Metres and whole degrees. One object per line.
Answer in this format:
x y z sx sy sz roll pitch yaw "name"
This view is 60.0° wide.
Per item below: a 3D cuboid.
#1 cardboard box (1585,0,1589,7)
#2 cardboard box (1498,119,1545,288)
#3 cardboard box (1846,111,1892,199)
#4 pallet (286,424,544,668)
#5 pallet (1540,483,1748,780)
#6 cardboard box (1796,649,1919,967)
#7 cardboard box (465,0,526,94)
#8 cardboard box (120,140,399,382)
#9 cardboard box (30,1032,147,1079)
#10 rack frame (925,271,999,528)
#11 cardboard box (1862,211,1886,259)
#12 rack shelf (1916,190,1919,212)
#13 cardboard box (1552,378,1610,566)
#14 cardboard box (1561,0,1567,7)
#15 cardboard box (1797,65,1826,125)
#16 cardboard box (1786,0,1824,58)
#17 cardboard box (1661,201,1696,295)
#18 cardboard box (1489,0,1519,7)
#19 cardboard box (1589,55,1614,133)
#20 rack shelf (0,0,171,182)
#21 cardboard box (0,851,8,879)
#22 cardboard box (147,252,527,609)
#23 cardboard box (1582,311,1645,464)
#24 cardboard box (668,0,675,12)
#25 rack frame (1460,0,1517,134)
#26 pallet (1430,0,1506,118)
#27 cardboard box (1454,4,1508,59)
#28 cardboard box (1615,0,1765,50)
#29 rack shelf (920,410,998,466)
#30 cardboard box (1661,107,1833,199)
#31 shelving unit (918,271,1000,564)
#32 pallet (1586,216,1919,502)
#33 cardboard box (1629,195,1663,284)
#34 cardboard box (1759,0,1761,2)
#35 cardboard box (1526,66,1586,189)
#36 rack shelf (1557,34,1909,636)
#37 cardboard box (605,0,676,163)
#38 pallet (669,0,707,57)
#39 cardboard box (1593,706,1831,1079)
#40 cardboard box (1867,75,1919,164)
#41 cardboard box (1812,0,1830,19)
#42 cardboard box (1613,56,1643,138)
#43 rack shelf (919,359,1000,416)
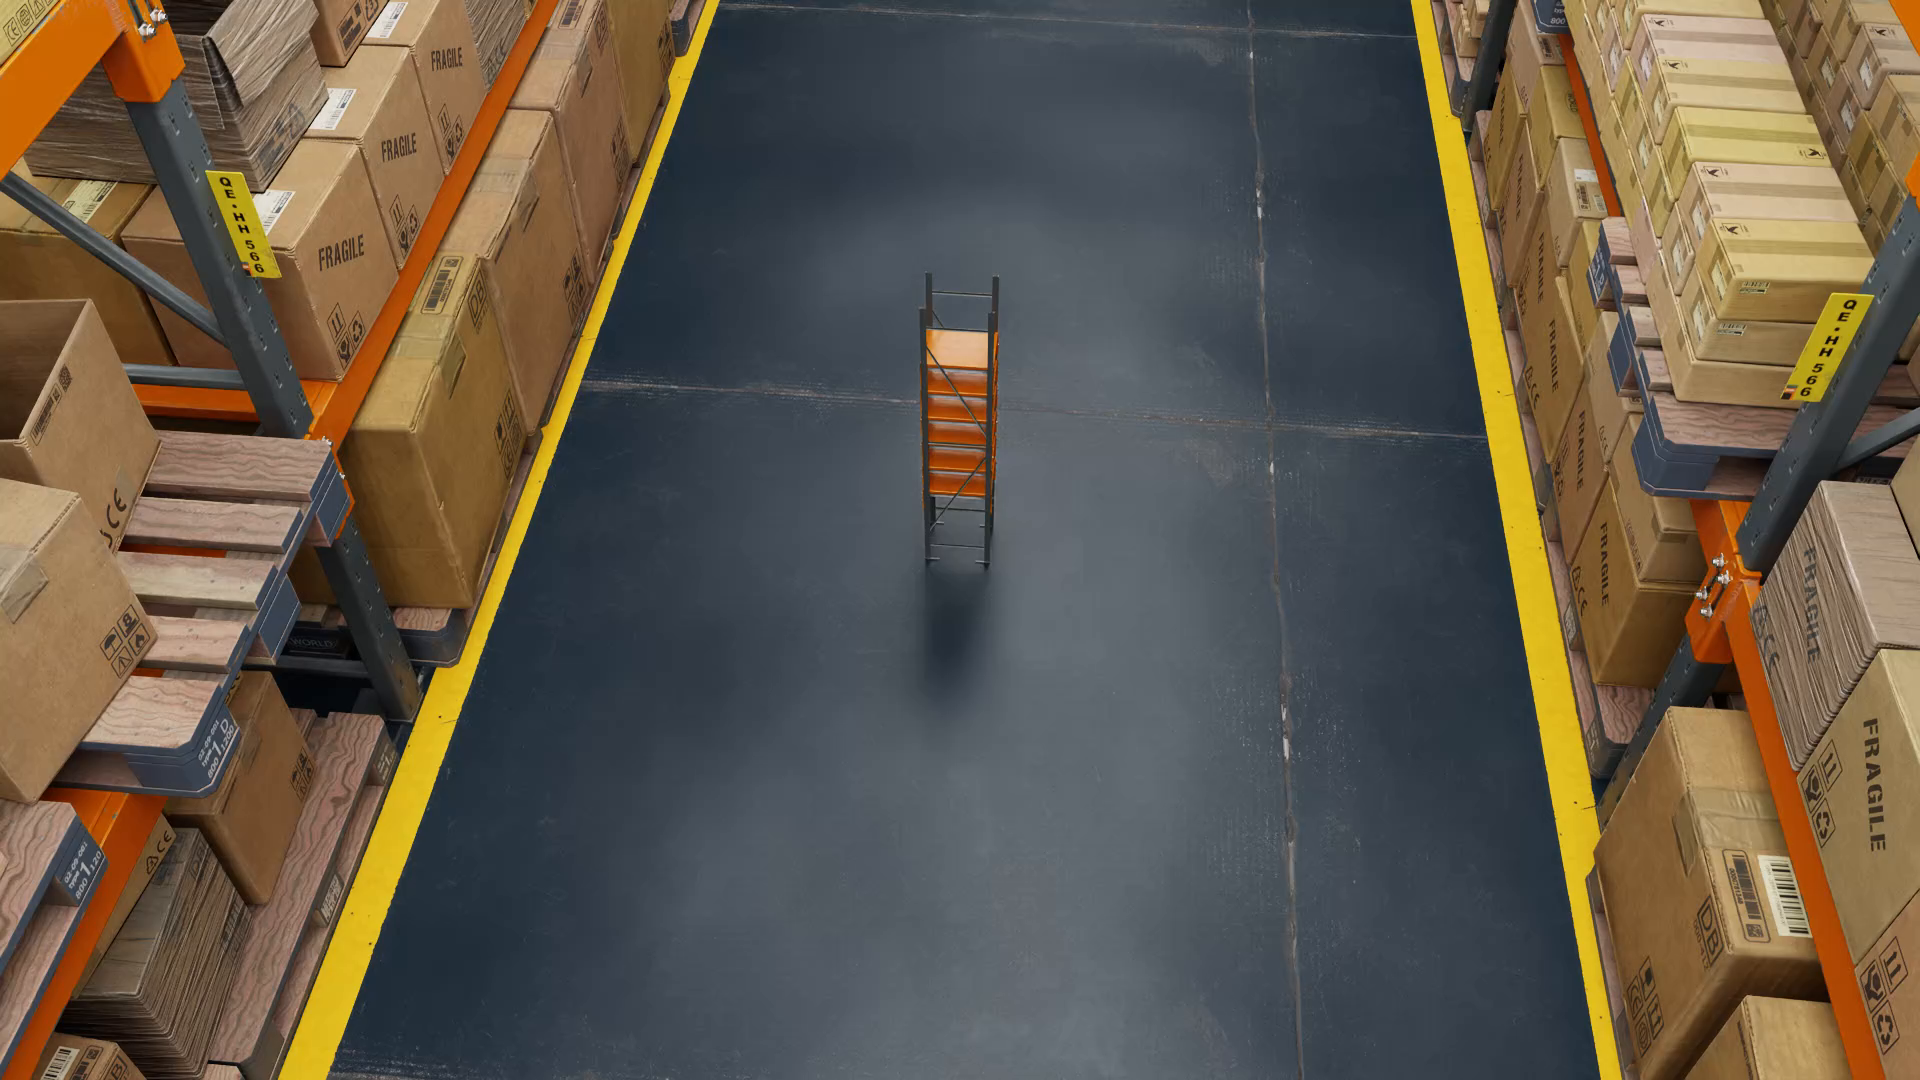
2.329 -1.927 5.664 0.380 0.149 0.250 3 48 3 "cardboard box"
2.559 -1.377 6.886 0.500 0.500 0.500 6 48 5 "cardboard box"
2.883 -1.134 4.938 0.380 0.149 0.250 4 48 4 "cardboard box"
-2.211 -0.094 6.193 1.003 0.211 1.213 4 48 4 "pallet"
2.645 0.313 5.820 1.003 0.211 1.213 4 48 4 "pallet"
2.219 0.598 3.602 0.500 0.500 0.500 3 48 3 "cardboard box"
-1.907 -1.957 5.939 0.500 0.500 0.500 4 48 4 "cardboard box"
-2.042 -0.834 4.912 0.500 0.500 0.500 5 48 5 "cardboard box"
-2.481 1.553 4.193 0.700 0.500 0.500 7 48 7 "cardboard box"
0.007 -0.462 5.859 0.240 1.200 0.006 4 48 4 "rack frame"
2.863 -0.821 4.854 0.380 0.149 0.250 6 48 5 "cardboard box"
2.390 0.647 2.081 1.077 0.370 4.000 4 48 4 "rack shelf"
2.423 -0.234 5.841 0.500 0.500 0.500 6 48 5 "cardboard box"
2.350 -2.032 5.962 0.380 0.149 0.250 2 48 2 "cardboard box"
2.933 -1.400 5.383 0.380 0.149 0.250 4 48 4 "cardboard box"
2.953 -1.698 5.454 0.380 0.149 0.250 5 48 5 "cardboard box"
2.187 -0.801 4.634 0.380 0.149 0.250 5 48 5 "cardboard box"
2.710 -2.652 7.887 0.380 0.149 0.250 5 48 5 "cardboard box"
2.282 -1.446 5.425 0.380 0.149 0.250 5 48 5 "cardboard box"
-2.540 0.239 2.454 1.077 0.370 4.000 4 48 4 "rack shelf"
-2.241 0.686 3.396 0.396 0.266 0.258 3 48 2 "cardboard box"
-2.274 -0.392 5.731 1.225 0.875 0.875 2 48 2 "cardboard box"
2.409 -0.497 5.573 0.500 0.250 0.500 4 48 4 "cardboard box"
-1.853 -3.305 8.395 0.875 0.875 0.875 4 48 4 "cardboard box"
2.937 -2.993 6.955 1.000 3.000 0.127 4 48 4 "rack frame"
2.963 -2.548 8.437 1.003 0.211 1.213 4 48 4 "pallet"
2.634 -2.484 8.136 0.380 0.149 0.250 4 48 4 "cardboard box"
2.281 -1.652 5.211 0.380 0.149 0.250 6 48 5 "cardboard box"
-0.001 -0.364 5.830 0.258 0.103 0.180 4 48 4 "rack shelf"
2.210 -1.079 4.687 0.380 0.149 0.250 5 48 5 "cardboard box"
-0.001 -0.394 5.798 0.258 1.200 0.189 4 48 4 "shelving unit"
2.531 -0.520 4.822 1.213 0.211 1.003 4 48 4 "pallet"
2.207 -0.875 4.903 0.380 0.149 0.250 5 48 4 "cardboard box"
3.008 -1.982 5.915 0.380 0.149 0.250 2 48 2 "cardboard box"
2.561 -1.627 6.607 0.500 0.250 0.500 5 48 5 "cardboard box"
2.755 -1.280 5.876 1.077 0.370 4.000 4 48 4 "rack shelf"
-2.031 -2.354 7.525 1.225 0.875 0.875 4 48 4 "cardboard box"
-1.846 -3.013 8.863 1.003 0.211 1.213 4 48 4 "pallet"
2.427 1.005 4.538 1.050 0.750 0.750 3 48 3 "cardboard box"
2.881 -1.210 4.806 0.380 0.149 0.250 2 48 2 "cardboard box"
2.952 -1.787 5.334 0.380 0.149 0.250 3 48 3 "cardboard box"
2.256 -1.361 5.146 0.380 0.149 0.250 4 48 3 "cardboard box"
-0.001 -0.526 5.653 0.258 0.103 0.180 4 48 4 "rack shelf"
